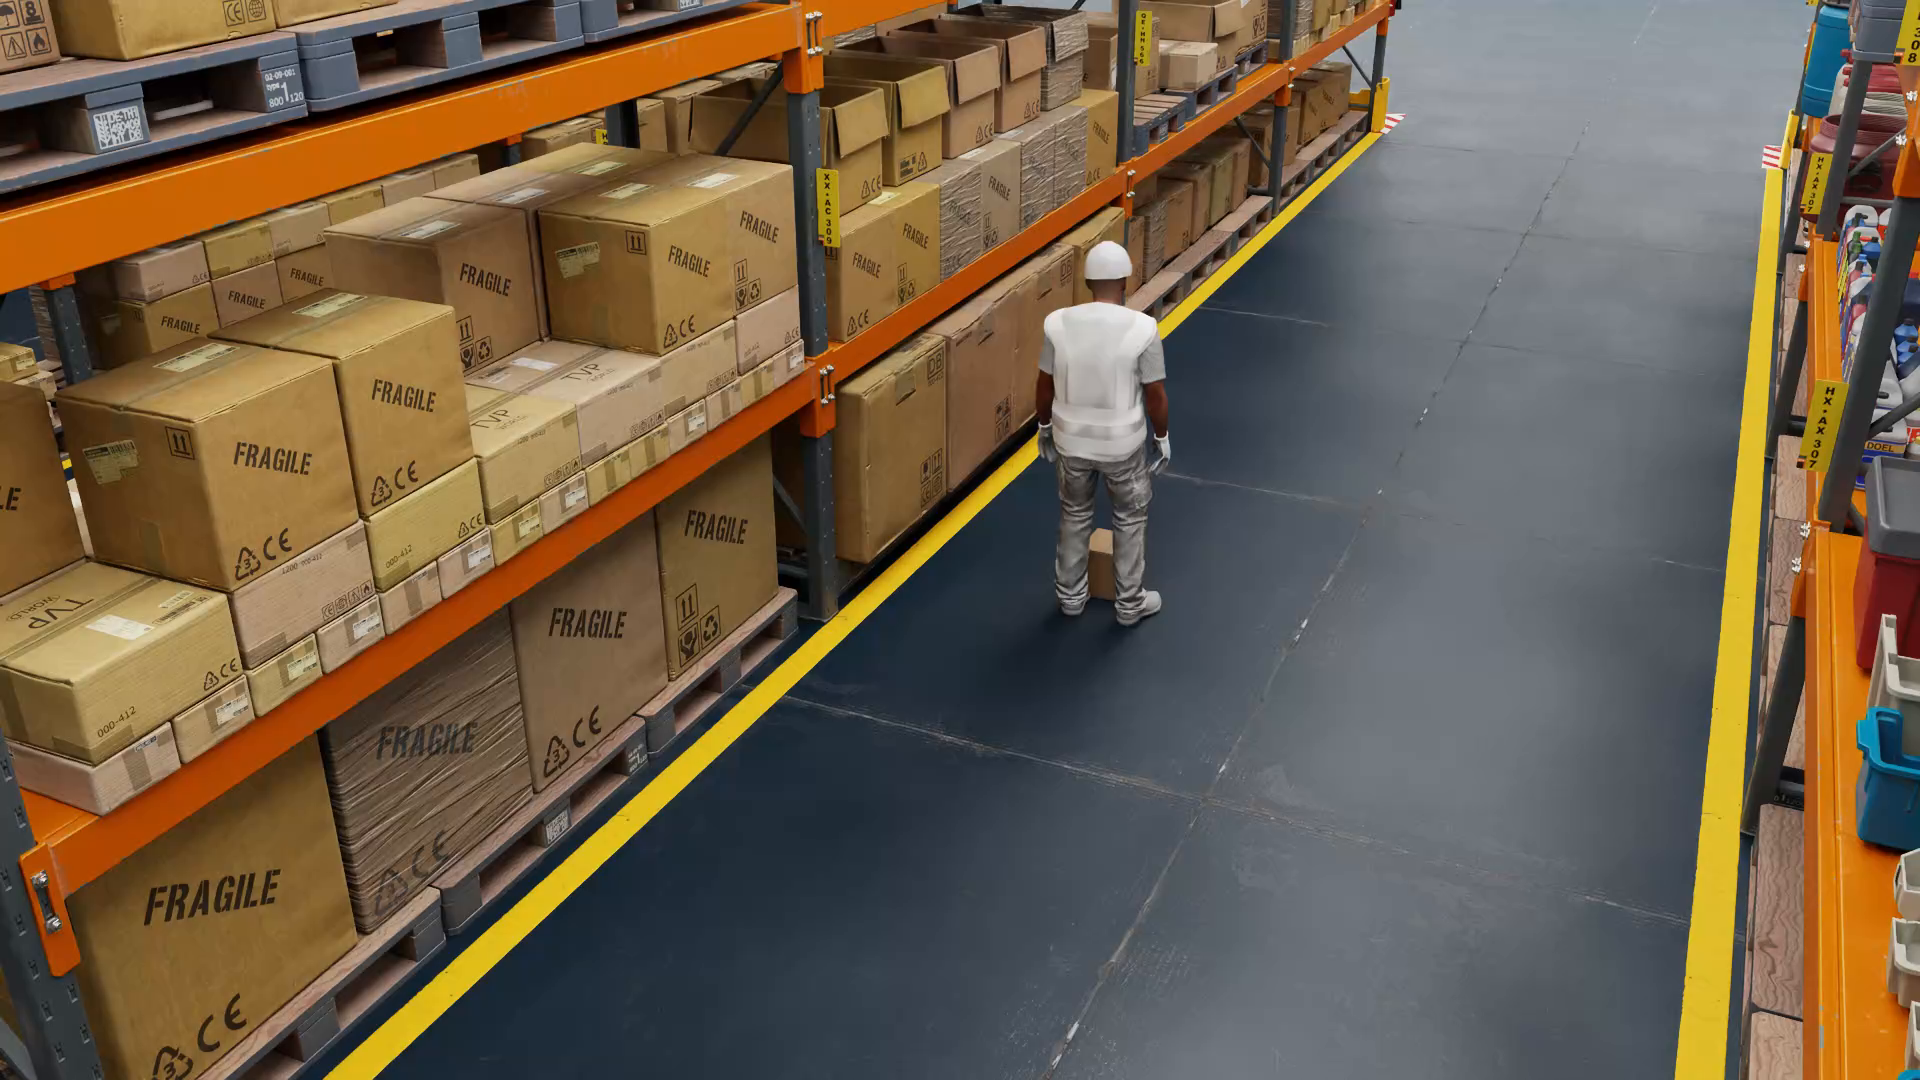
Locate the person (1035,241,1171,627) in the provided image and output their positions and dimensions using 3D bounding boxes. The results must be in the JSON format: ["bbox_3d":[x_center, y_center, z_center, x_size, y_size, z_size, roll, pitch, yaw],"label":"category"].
[{"bbox_3d":[0.648,-0.468,7.565,0.625,1.773,0.451,9,27,19],"label":"person"}]
